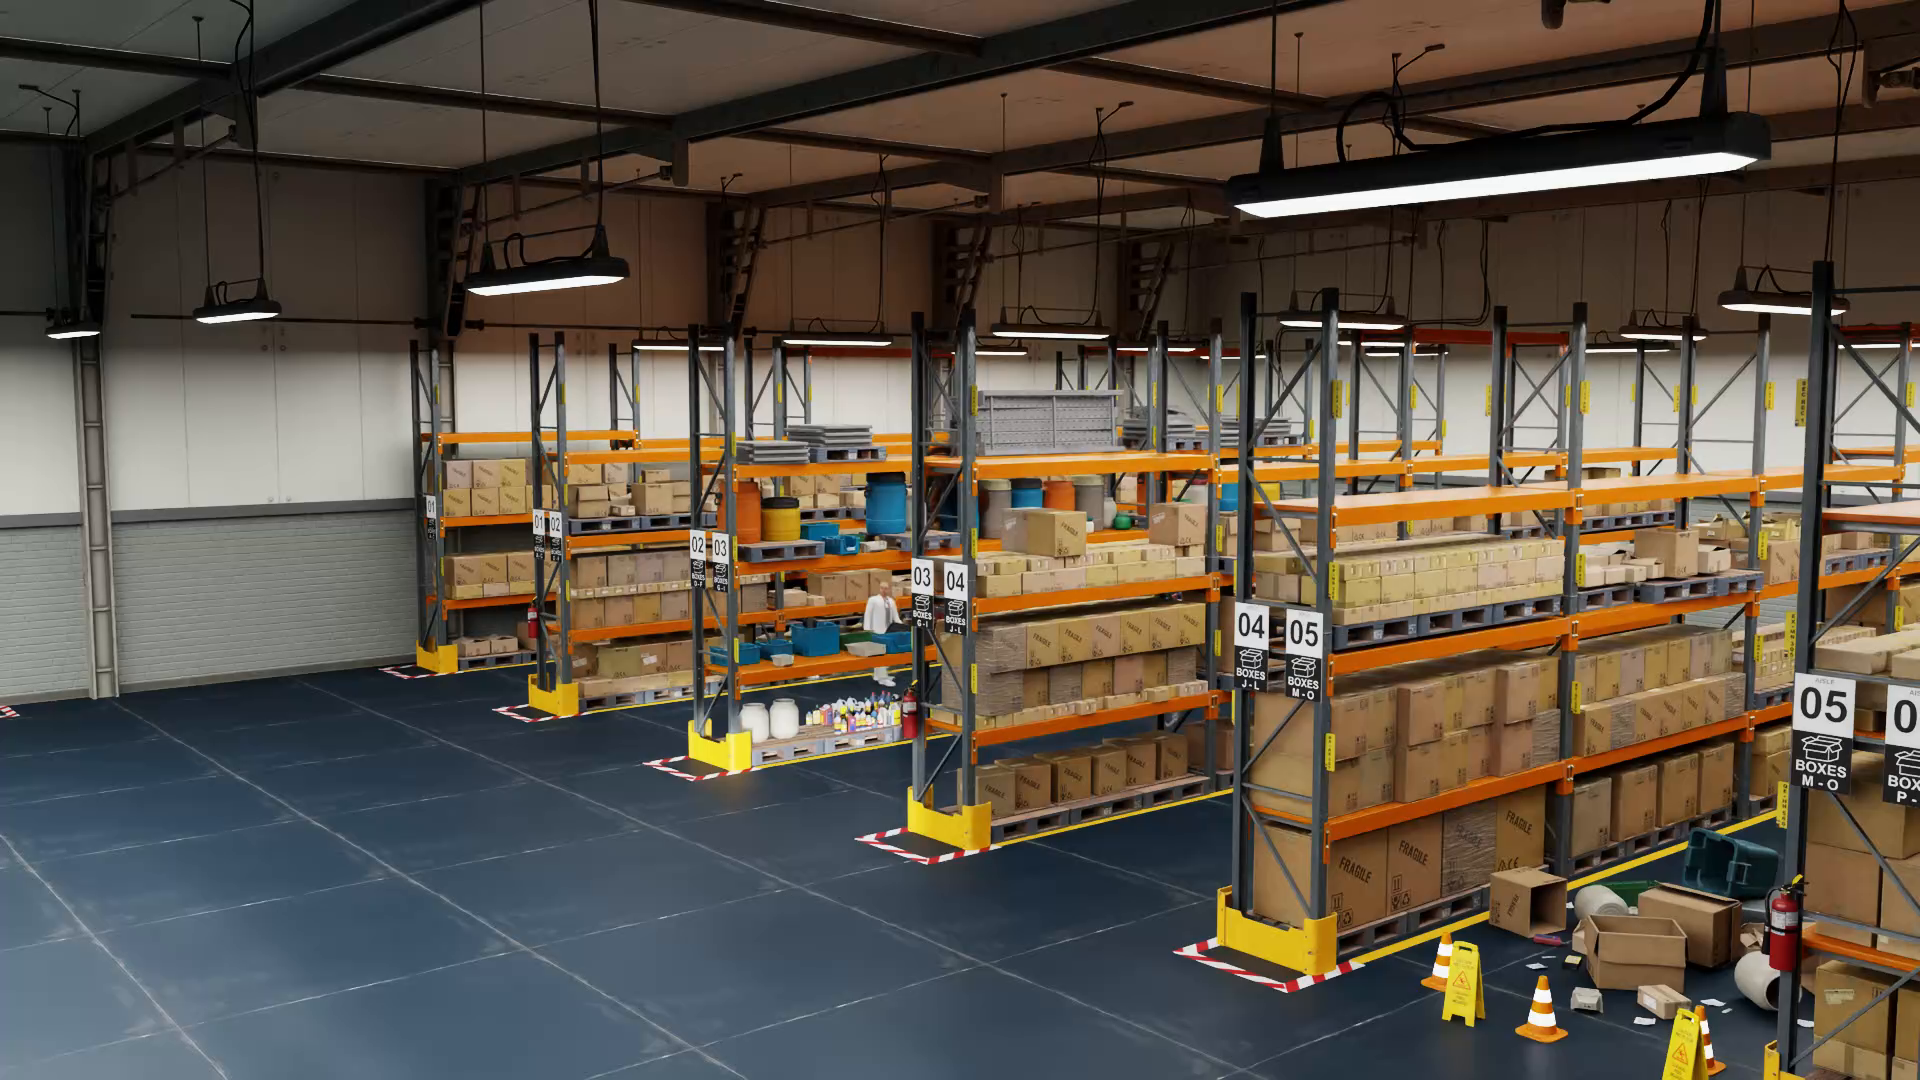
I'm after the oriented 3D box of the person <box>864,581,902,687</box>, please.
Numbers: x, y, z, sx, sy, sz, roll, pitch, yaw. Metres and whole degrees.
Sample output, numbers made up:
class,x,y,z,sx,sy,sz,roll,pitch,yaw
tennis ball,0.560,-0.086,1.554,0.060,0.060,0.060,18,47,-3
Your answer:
class,x,y,z,sx,sy,sz,roll,pitch,yaw
person,-1.271,1.606,28.661,0.739,1.762,0.666,4,7,37

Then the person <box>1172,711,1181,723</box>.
class,x,y,z,sx,sy,sz,roll,pitch,yaw
person,3.558,1.967,25.188,0.451,1.586,0.770,5,7,45
